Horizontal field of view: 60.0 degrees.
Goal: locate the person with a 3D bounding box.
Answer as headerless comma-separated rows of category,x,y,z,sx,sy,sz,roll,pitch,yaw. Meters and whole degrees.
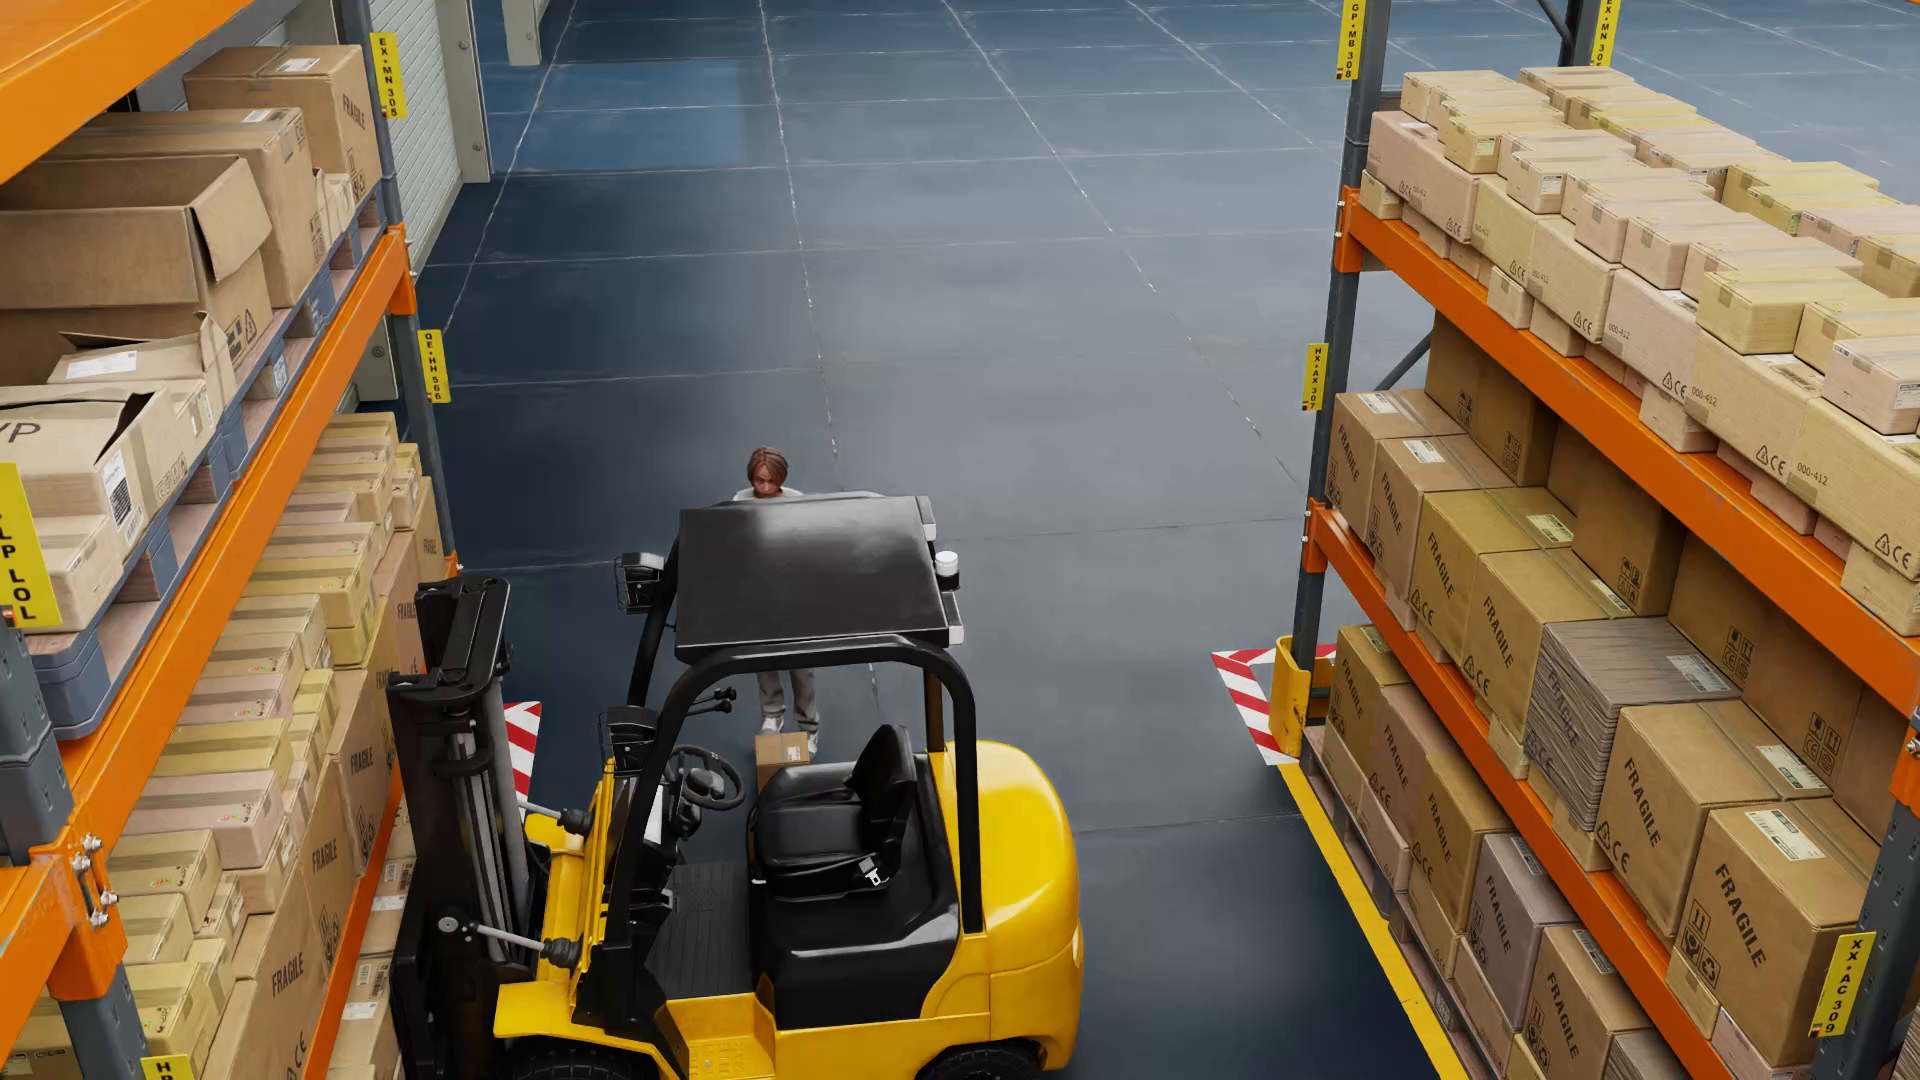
person,-0.915,0.323,8.041,0.442,1.643,0.422,0,28,-1
